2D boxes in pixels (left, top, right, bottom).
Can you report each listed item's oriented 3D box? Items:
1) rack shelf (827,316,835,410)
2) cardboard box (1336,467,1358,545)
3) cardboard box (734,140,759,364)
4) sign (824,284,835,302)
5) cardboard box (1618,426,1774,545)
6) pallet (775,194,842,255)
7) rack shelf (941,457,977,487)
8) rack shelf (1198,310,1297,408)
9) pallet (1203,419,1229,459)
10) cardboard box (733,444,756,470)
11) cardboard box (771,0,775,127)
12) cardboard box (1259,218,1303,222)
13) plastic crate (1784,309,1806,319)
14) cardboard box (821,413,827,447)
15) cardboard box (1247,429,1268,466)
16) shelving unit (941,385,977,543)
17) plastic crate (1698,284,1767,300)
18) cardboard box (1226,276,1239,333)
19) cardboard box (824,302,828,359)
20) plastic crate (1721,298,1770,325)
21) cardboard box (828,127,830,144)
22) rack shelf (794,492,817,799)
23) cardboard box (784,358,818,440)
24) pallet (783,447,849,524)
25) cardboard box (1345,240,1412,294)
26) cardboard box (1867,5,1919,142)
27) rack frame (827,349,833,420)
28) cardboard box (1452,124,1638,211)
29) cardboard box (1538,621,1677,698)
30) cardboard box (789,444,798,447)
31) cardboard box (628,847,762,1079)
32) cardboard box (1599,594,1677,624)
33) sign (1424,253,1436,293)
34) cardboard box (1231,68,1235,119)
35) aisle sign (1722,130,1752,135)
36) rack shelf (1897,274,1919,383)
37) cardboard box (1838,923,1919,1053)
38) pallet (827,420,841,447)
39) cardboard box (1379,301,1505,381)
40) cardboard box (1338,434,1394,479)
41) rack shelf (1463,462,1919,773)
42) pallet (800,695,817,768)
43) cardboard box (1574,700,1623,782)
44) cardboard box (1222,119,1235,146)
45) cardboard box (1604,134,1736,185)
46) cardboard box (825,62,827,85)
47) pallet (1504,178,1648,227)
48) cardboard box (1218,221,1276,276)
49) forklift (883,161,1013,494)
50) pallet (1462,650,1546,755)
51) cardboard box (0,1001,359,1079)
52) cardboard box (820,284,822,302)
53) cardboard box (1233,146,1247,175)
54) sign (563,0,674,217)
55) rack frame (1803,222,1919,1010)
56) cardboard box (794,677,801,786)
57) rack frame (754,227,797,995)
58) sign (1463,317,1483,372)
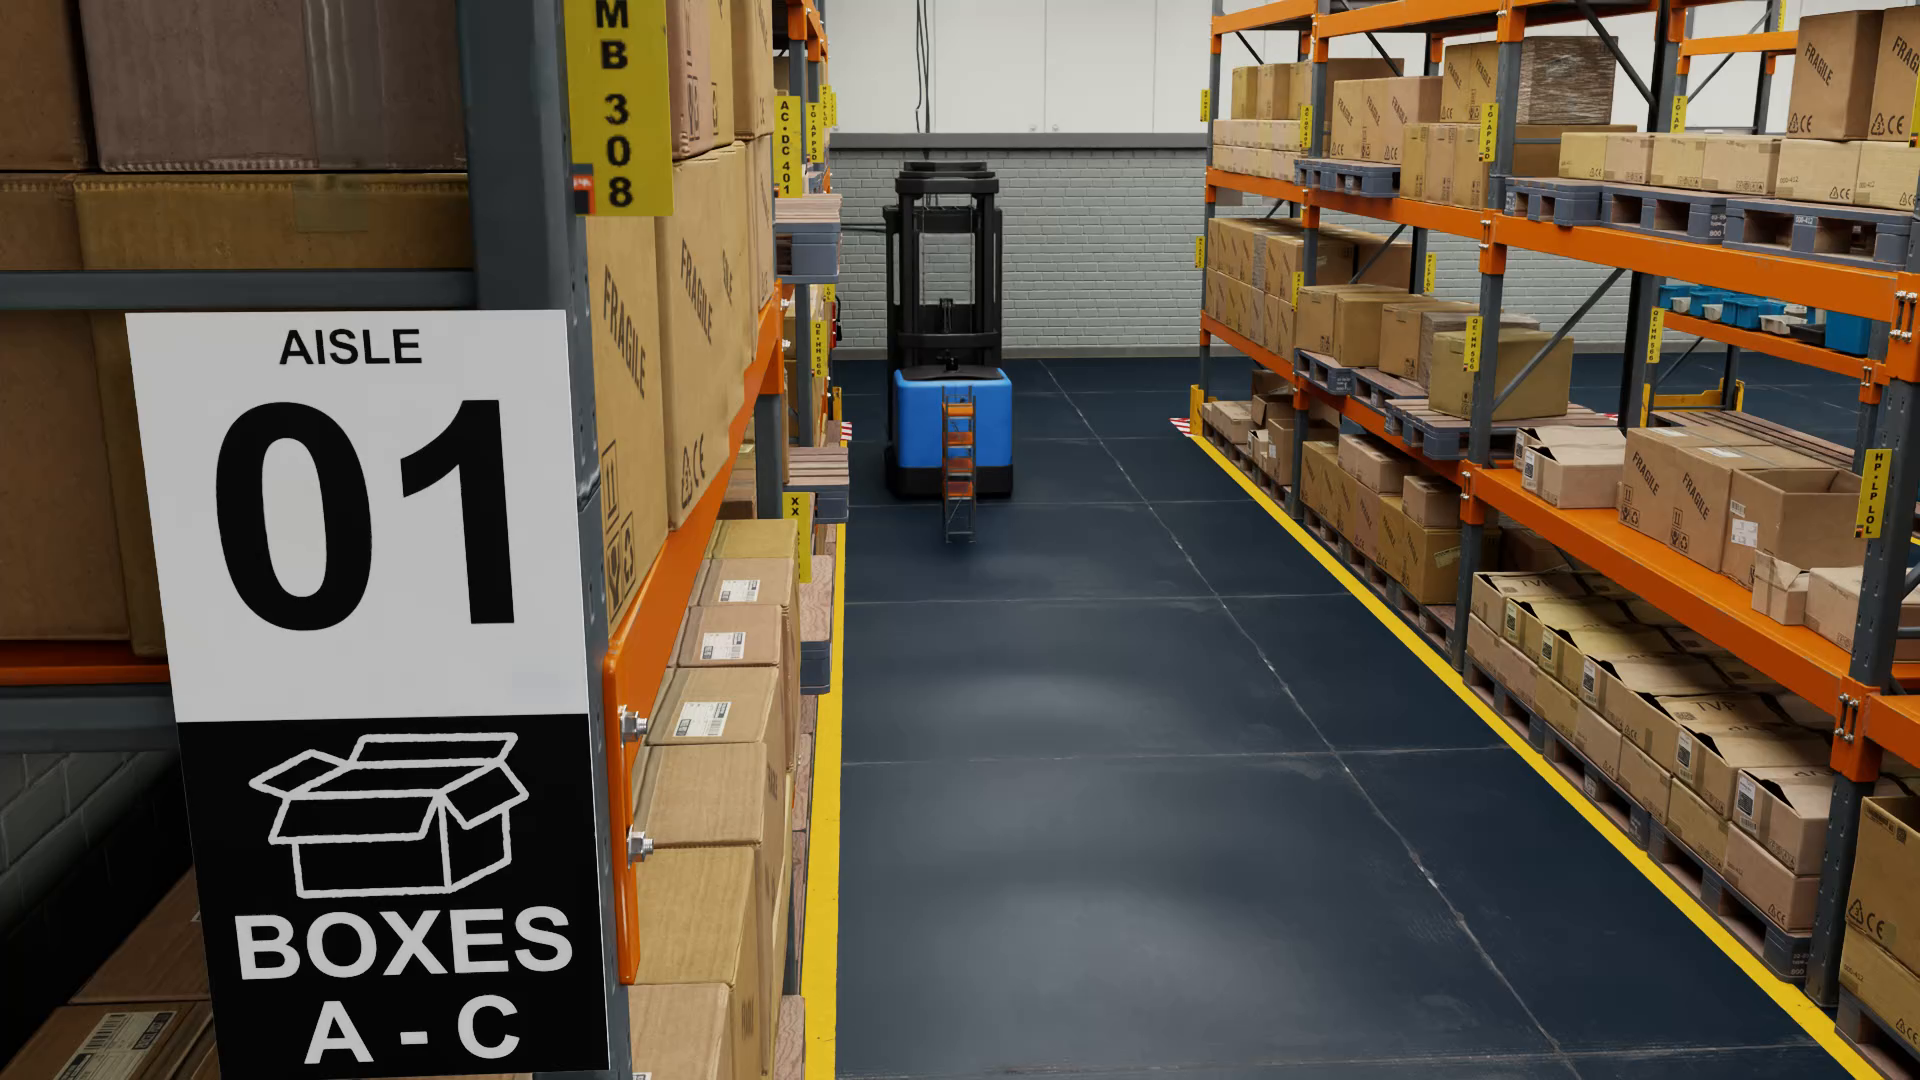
[{"bbox_3d":[-1.732,-1.715,15.617,1.077,0.370,4.000,-1,14,-3],"label":"rack shelf"},{"bbox_3d":[3.190,-0.265,12.671,0.500,0.500,0.500,-1,14,-3],"label":"cardboard box"},{"bbox_3d":[-0.744,-0.703,3.977,0.500,0.500,0.500,-1,15,-6],"label":"cardboard box"},{"bbox_3d":[-1.067,-2.100,13.502,0.100,0.325,0.005,-1,14,-3],"label":"sign"},{"bbox_3d":[3.704,-0.280,8.396,0.500,0.500,0.500,-2,15,-6],"label":"cardboard box"},{"bbox_3d":[-1.112,-1.352,7.117,1.213,0.211,1.003,-1,14,-3],"label":"pallet"},{"bbox_3d":[-0.010,-0.557,13.554,0.258,0.148,0.480,-1,14,-3],"label":"rack shelf"},{"bbox_3d":[3.212,-1.793,15.918,1.077,0.370,4.000,-1,14,-3],"label":"rack shelf"},{"bbox_3d":[3.143,-1.071,17.265,1.003,0.211,1.213,-1,14,-3],"label":"pallet"},{"bbox_3d":[-1.137,-0.104,6.829,0.700,0.500,0.500,1,14,2],"label":"cardboard box"},{"bbox_3d":[-0.811,-1.451,4.880,0.500,0.500,0.500,-2,15,-8],"label":"cardboard box"},{"bbox_3d":[3.390,-3.065,17.211,0.500,0.500,0.500,-1,14,-4],"label":"cardboard box"},{"bbox_3d":[8.345,-2.201,16.470,0.298,0.136,0.250,-1,14,-3],"label":"plastic crate"},{"bbox_3d":[-1.438,-0.569,13.190,0.750,0.750,0.750,-1,14,-3],"label":"cardboard box"},{"bbox_3d":[2.971,-0.879,15.434,0.500,0.311,0.500,-1,14,-3],"label":"cardboard box"},{"bbox_3d":[-0.010,-0.622,13.537,0.258,1.200,0.503,-1,14,-3],"label":"shelving unit"},{"bbox_3d":[8.239,-2.680,17.731,0.616,0.435,0.499,-1,14,-3],"label":"plastic crate"},{"bbox_3d":[2.918,-2.319,16.321,0.500,0.500,0.500,-1,14,-4],"label":"cardboard box"},{"bbox_3d":[-1.625,-1.847,14.082,0.980,0.700,0.700,-1,14,-3],"label":"cardboard box"},{"bbox_3d":[7.800,-2.268,16.538,0.416,0.233,0.300,-1,14,-3],"label":"plastic crate"},{"bbox_3d":[-1.546,-4.015,16.349,0.500,0.250,0.500,0,14,-2],"label":"cardboard box"},{"bbox_3d":[-1.236,0.274,7.885,1.077,0.370,4.000,-1,14,-3],"label":"rack shelf"},{"bbox_3d":[-1.135,-0.899,10.161,0.500,0.500,0.500,0,14,-2],"label":"cardboard box"},{"bbox_3d":[-1.210,-0.303,9.070,1.213,0.211,1.003,-1,14,-3],"label":"pallet"},{"bbox_3d":[3.587,-2.298,14.231,0.500,0.500,0.500,-1,14,-2],"label":"cardboard box"},{"bbox_3d":[3.833,-1.755,6.260,0.500,0.500,0.500,-1,14,-3],"label":"cardboard box"},{"bbox_3d":[-1.856,-2.561,17.461,1.000,3.000,0.127,-1,14,-3],"label":"rack frame"},{"bbox_3d":[3.523,-2.258,10.062,0.910,0.500,0.500,-1,14,-3],"label":"cardboard box"},{"bbox_3d":[3.393,0.600,8.725,0.500,0.311,0.500,-1,14,-5],"label":"cardboard box"},{"bbox_3d":[-1.150,-0.545,10.089,0.380,0.149,0.250,-1,14,-4],"label":"cardboard box"},{"bbox_3d":[-0.615,0.871,2.876,0.500,0.500,0.500,-1,14,-3],"label":"cardboard box"},{"bbox_3d":[3.901,0.463,9.256,0.500,0.311,0.500,-1,14,-4],"label":"cardboard box"},{"bbox_3d":[3.889,-2.214,13.788,0.100,0.325,0.005,-1,14,-3],"label":"sign"},{"bbox_3d":[3.136,-4.496,16.755,0.700,0.500,0.500,-1,14,-3],"label":"cardboard box"},{"bbox_3d":[8.320,-3.996,17.819,0.394,0.787,0.004,-1,14,-3],"label":"aisle sign"},{"bbox_3d":[3.955,-0.261,3.945,1.077,0.370,4.000,-1,14,-3],"label":"rack shelf"},{"bbox_3d":[3.558,1.594,5.986,0.500,0.250,0.500,-1,14,-3],"label":"cardboard box"},{"bbox_3d":[-1.728,-1.013,17.040,1.003,0.211,1.213,-1,14,-3],"label":"pallet"},{"bbox_3d":[3.507,-1.457,12.127,0.700,0.500,0.500,-5,15,-18],"label":"cardboard box"},{"bbox_3d":[3.184,-0.637,12.610,0.500,0.250,0.500,-1,14,-3],"label":"cardboard box"},{"bbox_3d":[3.708,0.197,8.185,1.077,0.370,4.000,-1,14,-3],"label":"rack shelf"},{"bbox_3d":[-1.313,0.973,9.320,1.003,0.211,1.213,-1,14,-3],"label":"pallet"},{"bbox_3d":[3.425,0.996,8.312,0.500,0.250,0.500,-1,14,-2],"label":"cardboard box"},{"bbox_3d":[2.884,-4.005,16.348,0.500,0.250,0.500,-1,14,-3],"label":"cardboard box"},{"bbox_3d":[3.718,-1.990,8.681,0.500,0.250,0.500,0,14,-2],"label":"cardboard box"},{"bbox_3d":[-1.477,-4.124,15.268,0.500,0.500,0.500,-2,15,-6],"label":"cardboard box"},{"bbox_3d":[3.715,-1.843,9.028,1.213,0.211,1.003,0,14,-1],"label":"pallet"},{"bbox_3d":[2.892,-2.927,16.675,0.500,0.500,0.500,-1,14,-3],"label":"cardboard box"},{"bbox_3d":[-0.170,-2.143,15.972,1.130,2.935,3.031,-1,14,-5],"label":"forklift"},{"bbox_3d":[3.596,0.907,9.578,1.003,0.211,1.213,-1,14,-3],"label":"pallet"},{"bbox_3d":[-1.106,1.004,2.361,0.500,0.500,0.500,-1,14,-4],"label":"cardboard box"},{"bbox_3d":[-1.302,-1.892,12.518,0.500,0.250,0.500,-1,14,-2],"label":"cardboard box"},{"bbox_3d":[2.917,-3.638,15.928,0.500,0.250,0.500,-1,14,-3],"label":"cardboard box"},{"bbox_3d":[-0.323,-0.466,1.545,0.100,0.325,0.005,-1,14,-3],"label":"sign"},{"bbox_3d":[3.831,0.346,6.163,1.000,3.000,0.127,-1,14,-3],"label":"rack frame"},{"bbox_3d":[-0.781,0.599,5.438,0.500,0.250,0.500,-1,14,-3],"label":"cardboard box"},{"bbox_3d":[-1.113,0.423,5.862,1.000,3.000,0.127,-1,14,-3],"label":"rack frame"},{"bbox_3d":[3.043,-1.161,9.853,0.100,0.325,0.005,-1,14,-3],"label":"sign"}]
